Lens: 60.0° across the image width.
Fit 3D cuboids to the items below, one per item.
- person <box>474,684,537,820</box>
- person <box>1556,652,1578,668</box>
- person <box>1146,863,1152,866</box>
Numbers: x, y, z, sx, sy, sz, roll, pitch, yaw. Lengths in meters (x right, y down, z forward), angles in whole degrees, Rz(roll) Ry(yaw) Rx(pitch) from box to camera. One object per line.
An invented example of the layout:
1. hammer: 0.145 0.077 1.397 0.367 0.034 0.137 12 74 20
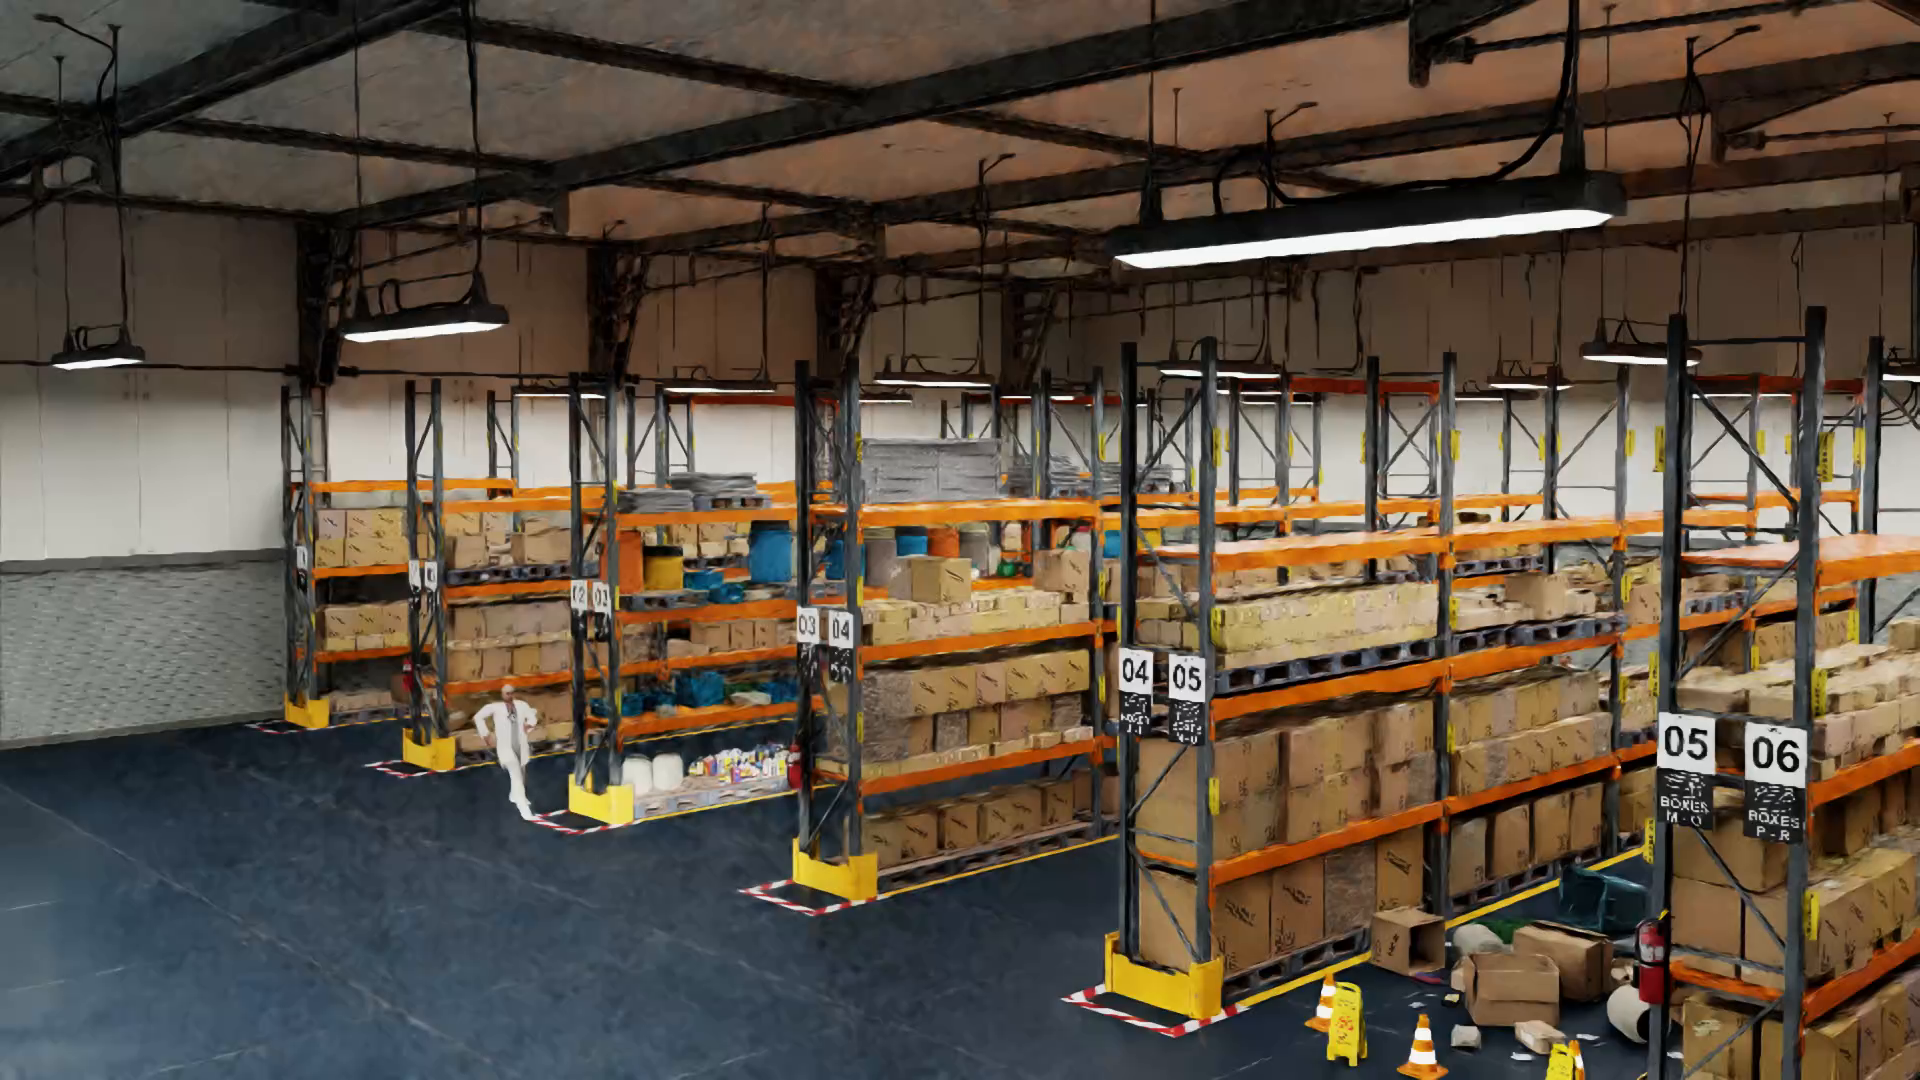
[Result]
1. person: -6.113 2.850 22.470 0.793 1.831 0.789 -3 5 -38
2. person: 9.881 2.627 27.106 0.494 1.684 0.789 3 5 38
3. person: 2.558 3.076 19.807 1.108 1.619 0.665 -3 5 -39
